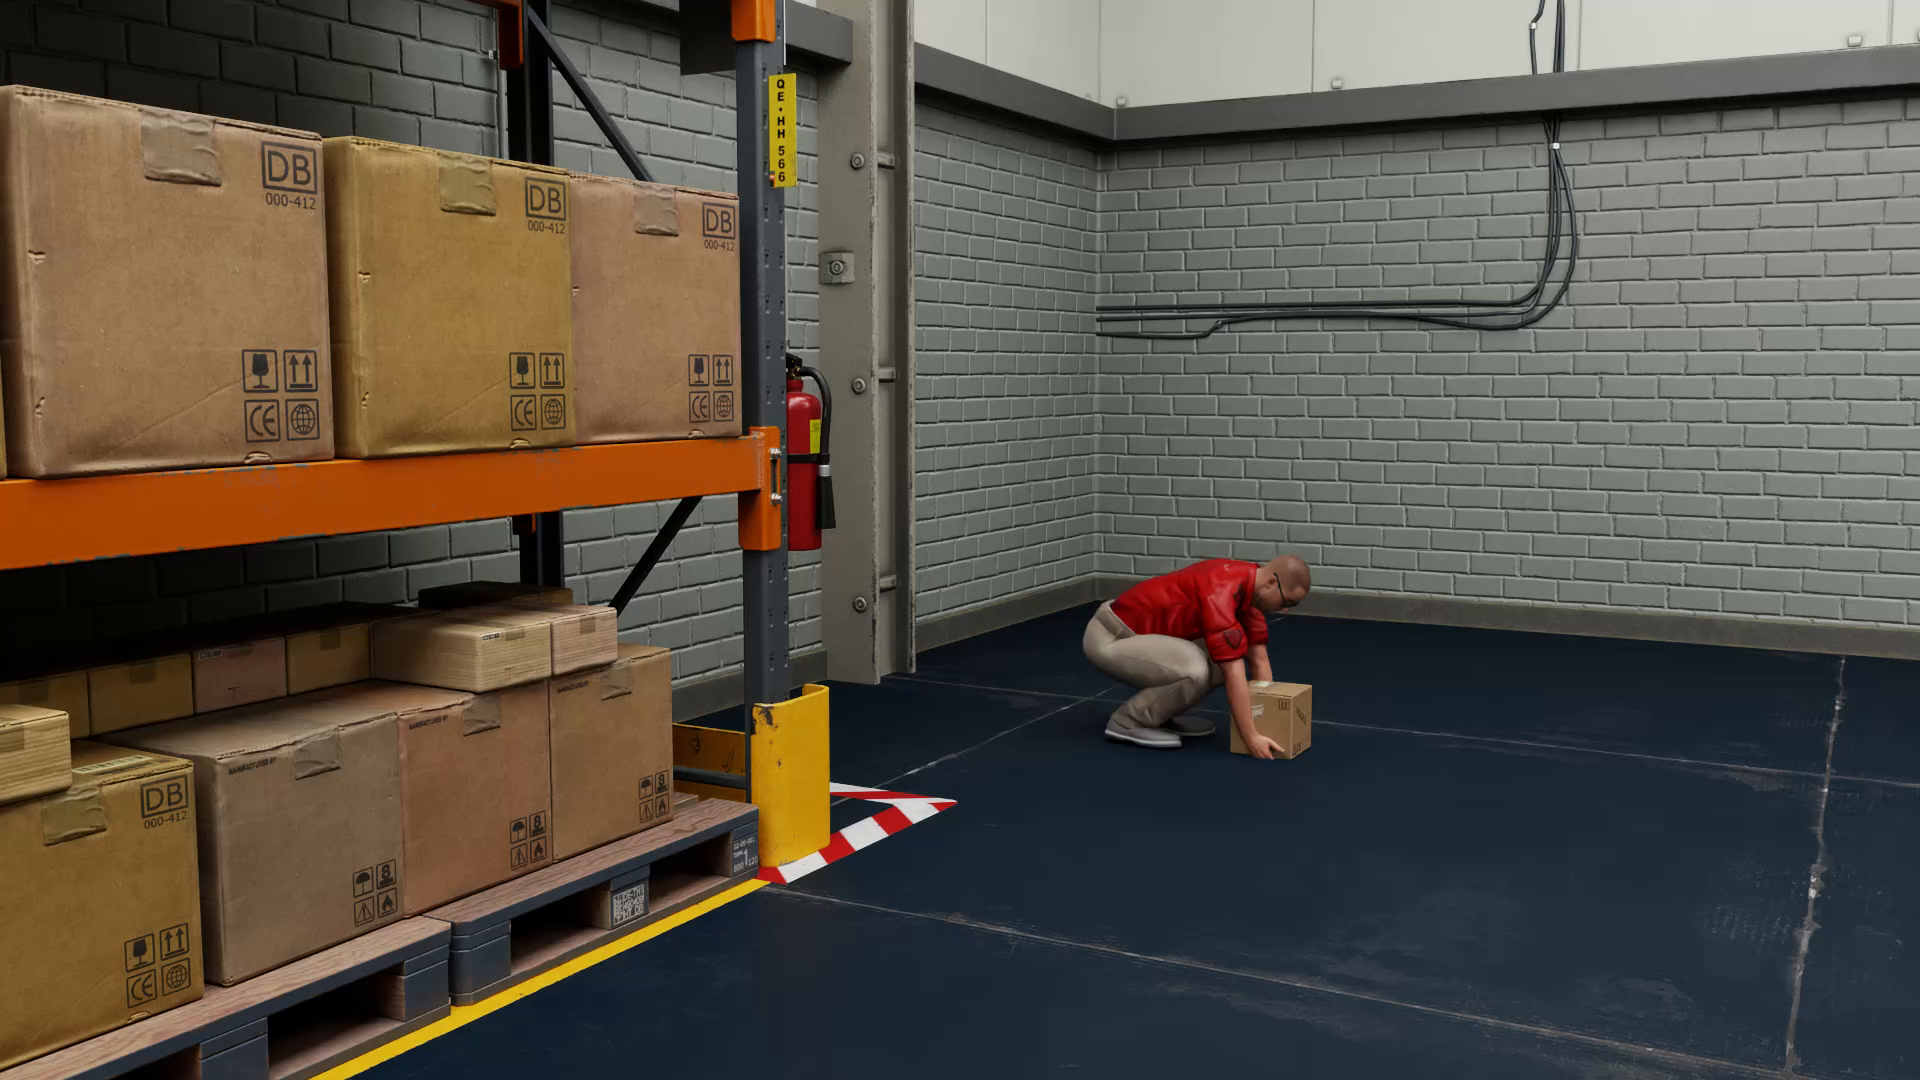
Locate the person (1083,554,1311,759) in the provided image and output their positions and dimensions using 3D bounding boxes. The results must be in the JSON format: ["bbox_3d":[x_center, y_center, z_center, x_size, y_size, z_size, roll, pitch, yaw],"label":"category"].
[{"bbox_3d":[0.949,0.473,6.691,0.893,0.862,0.537,3,7,28],"label":"person"}]
